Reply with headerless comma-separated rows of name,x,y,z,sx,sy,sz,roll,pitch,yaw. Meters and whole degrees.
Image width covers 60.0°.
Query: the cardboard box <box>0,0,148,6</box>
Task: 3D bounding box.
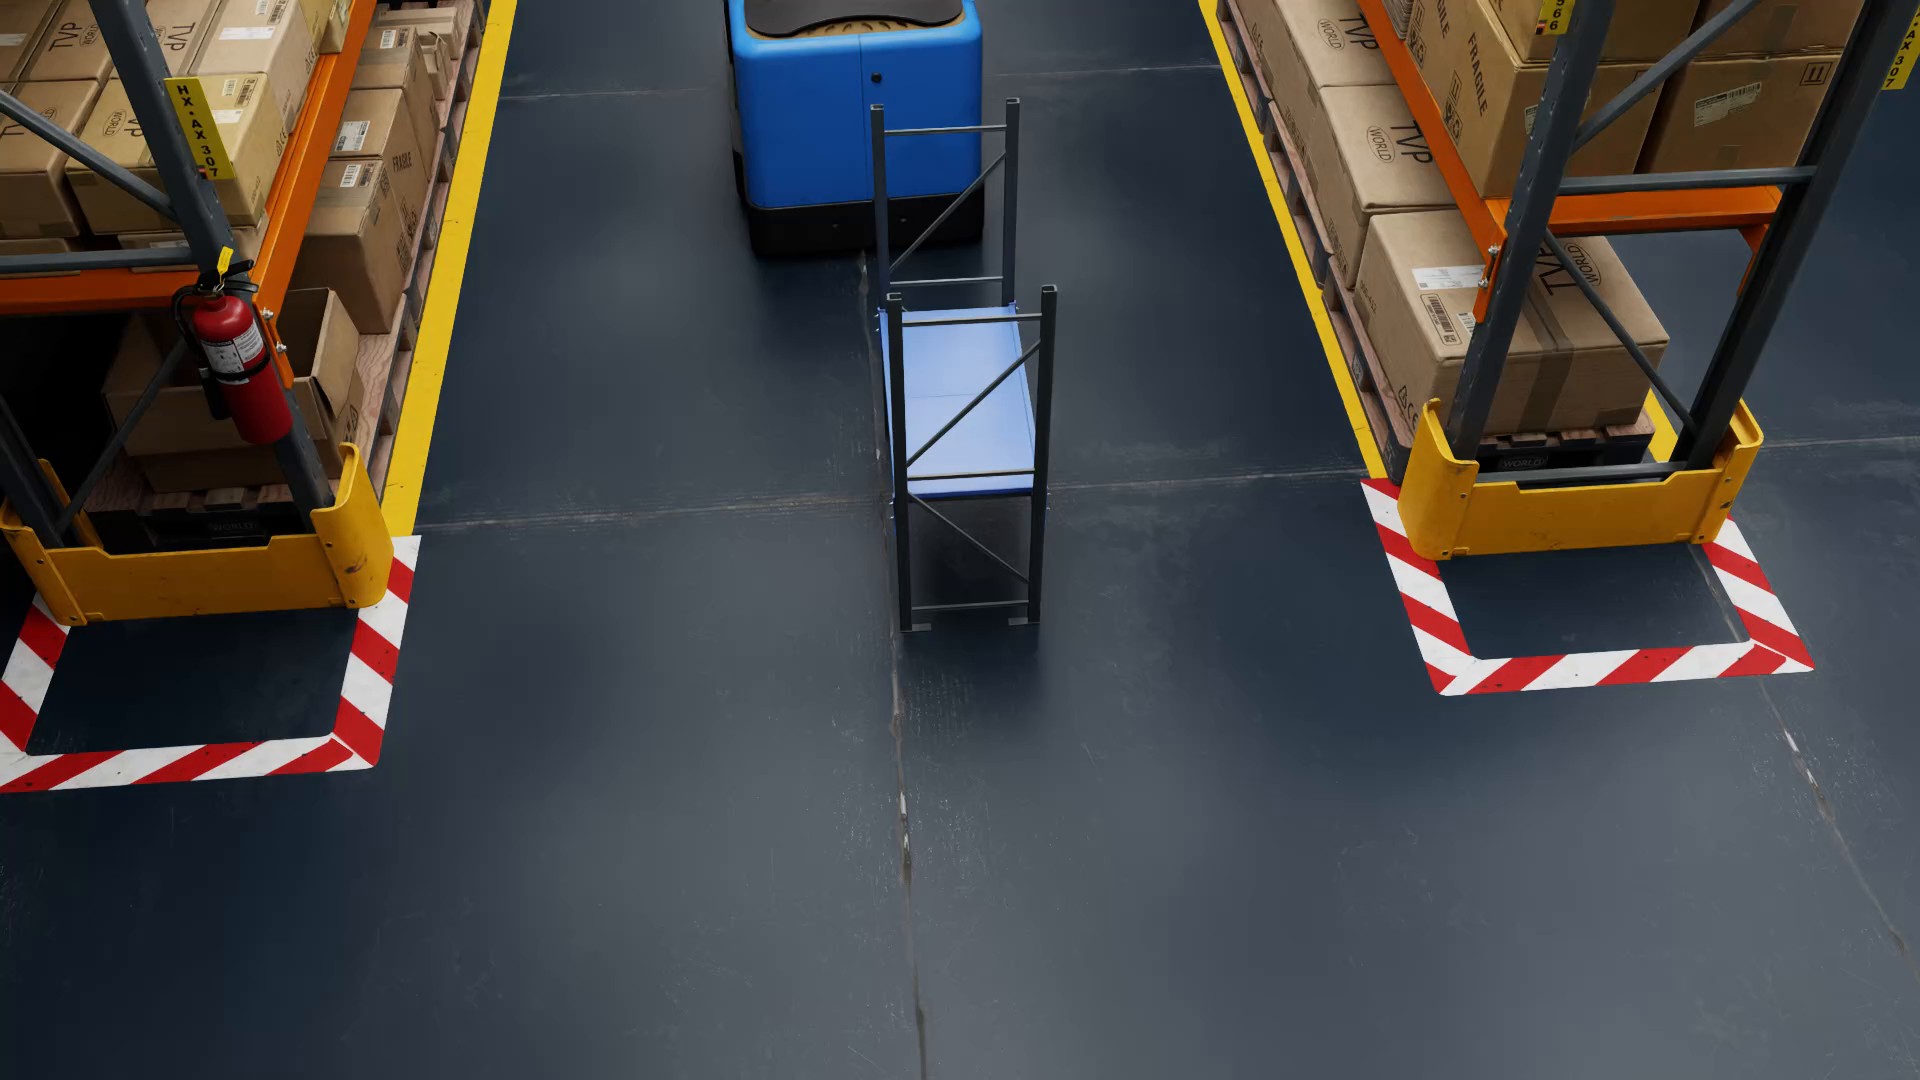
cardboard box,-3.064,-1.923,5.904,0.500,0.250,0.500,-2,47,-2

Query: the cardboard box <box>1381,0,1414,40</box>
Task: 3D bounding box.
cardboard box,1.880,-2.231,6.228,0.500,0.500,0.500,-2,47,-2

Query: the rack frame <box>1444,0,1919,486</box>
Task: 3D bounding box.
rack frame,2.264,-1.128,5.253,1.000,3.000,0.127,-3,47,-3

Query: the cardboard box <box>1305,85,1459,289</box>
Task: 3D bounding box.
cardboard box,2.024,-1.525,7.104,0.875,0.438,0.875,-2,47,-2

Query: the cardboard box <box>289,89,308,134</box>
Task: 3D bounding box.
cardboard box,-2.520,-1.548,5.823,0.380,0.149,0.250,-2,47,-2

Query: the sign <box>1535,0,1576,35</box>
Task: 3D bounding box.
sign,1.722,-1.585,4.725,0.100,0.325,0.005,-3,47,-3

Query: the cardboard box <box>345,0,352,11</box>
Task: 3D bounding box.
cardboard box,-2.537,-2.116,6.361,0.380,0.149,0.250,-3,47,-2

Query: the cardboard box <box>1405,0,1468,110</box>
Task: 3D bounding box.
cardboard box,1.933,-1.860,5.876,0.500,0.500,0.500,-4,47,-4

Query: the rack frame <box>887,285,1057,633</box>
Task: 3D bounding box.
rack frame,0.035,-0.210,5.416,0.500,1.500,0.032,-3,47,-3

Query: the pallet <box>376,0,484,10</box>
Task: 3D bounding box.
pallet,-3.123,-3.345,9.273,1.003,0.211,1.213,-3,47,-3

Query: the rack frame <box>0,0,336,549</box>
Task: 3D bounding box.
rack frame,-2.682,-0.824,4.964,1.000,3.000,0.127,-3,47,-3

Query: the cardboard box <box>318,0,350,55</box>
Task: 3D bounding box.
cardboard box,-2.495,-1.927,6.182,0.380,0.149,0.250,-5,47,-4

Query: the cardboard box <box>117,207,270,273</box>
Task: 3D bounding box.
cardboard box,-2.436,-0.992,5.297,0.380,0.149,0.250,-4,47,-4

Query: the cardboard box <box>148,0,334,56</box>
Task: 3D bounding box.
cardboard box,-2.540,-1.951,5.930,0.500,0.250,0.500,-4,47,-4

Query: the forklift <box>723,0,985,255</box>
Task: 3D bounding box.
forklift,-0.612,-3.350,7.404,1.130,2.935,3.031,-6,47,-6

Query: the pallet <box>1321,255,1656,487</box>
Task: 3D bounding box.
pallet,2.119,-0.743,6.808,1.003,0.211,1.213,-3,47,-3

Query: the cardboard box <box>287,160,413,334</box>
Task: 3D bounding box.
cardboard box,-2.672,-1.178,6.732,0.700,0.500,0.500,-2,47,-2

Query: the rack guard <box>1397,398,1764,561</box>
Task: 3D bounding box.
rack guard,2.266,-0.251,6.144,1.175,0.500,0.348,-3,47,-3

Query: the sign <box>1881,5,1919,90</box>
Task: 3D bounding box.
sign,2.817,-1.483,4.937,0.100,0.325,0.005,-3,47,-3

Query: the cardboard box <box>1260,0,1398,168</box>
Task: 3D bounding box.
cardboard box,1.950,-2.177,7.721,0.875,0.438,0.875,-5,47,-4

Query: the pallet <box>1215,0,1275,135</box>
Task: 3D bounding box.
pallet,1.915,-2.509,8.480,1.003,0.211,1.213,-3,47,-3

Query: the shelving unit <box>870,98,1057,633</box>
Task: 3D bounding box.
shelving unit,-0.007,-0.577,5.764,0.538,1.500,1.048,-3,47,-3

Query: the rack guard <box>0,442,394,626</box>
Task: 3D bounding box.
rack guard,-2.688,-0.019,5.924,1.175,0.500,0.348,-3,47,-3

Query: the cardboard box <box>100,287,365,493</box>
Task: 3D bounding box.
cardboard box,-2.639,-0.558,6.143,0.797,0.503,0.637,-5,47,-5

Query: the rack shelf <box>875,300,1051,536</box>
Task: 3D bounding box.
rack shelf,-0.007,-0.454,5.895,0.538,0.185,1.000,-3,47,-3

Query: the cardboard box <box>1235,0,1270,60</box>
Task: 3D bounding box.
cardboard box,1.875,-2.825,8.335,0.875,0.438,0.875,-4,47,-4

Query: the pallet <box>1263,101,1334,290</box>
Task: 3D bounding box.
pallet,2.020,-1.624,7.643,1.003,0.211,1.213,-3,47,-3

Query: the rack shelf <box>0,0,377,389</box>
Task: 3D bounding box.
rack shelf,-2.850,-2.024,6.596,1.077,0.370,4.000,-3,47,-3

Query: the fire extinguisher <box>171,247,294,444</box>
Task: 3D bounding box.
fire extinguisher,-2.209,-0.591,5.054,0.296,0.674,0.183,-3,47,-3

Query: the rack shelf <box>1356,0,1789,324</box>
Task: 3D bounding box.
rack shelf,2.096,-2.328,6.884,1.077,0.370,4.000,-3,47,-3

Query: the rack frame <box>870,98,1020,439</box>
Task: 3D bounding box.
rack frame,-0.050,-0.945,6.112,0.500,1.500,0.032,-3,47,-3

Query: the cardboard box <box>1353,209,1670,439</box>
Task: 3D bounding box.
cardboard box,2.109,-0.863,6.477,0.875,0.438,0.875,-5,47,-5

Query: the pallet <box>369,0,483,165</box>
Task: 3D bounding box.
pallet,-2.960,-2.262,8.247,1.003,0.211,1.213,-3,47,-3

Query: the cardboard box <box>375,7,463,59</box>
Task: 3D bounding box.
cardboard box,-2.678,-2.497,8.223,0.380,0.149,0.250,-5,47,-4

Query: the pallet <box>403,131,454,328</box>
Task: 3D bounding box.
pallet,-2.855,-1.377,7.409,1.003,0.211,1.213,-3,47,-3

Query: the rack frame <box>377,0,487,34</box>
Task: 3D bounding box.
rack frame,-3.017,-3.718,7.705,1.000,3.000,0.127,-3,47,-3

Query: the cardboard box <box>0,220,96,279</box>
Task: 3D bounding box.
cardboard box,-2.977,-0.961,5.267,0.380,0.149,0.250,-4,47,-4

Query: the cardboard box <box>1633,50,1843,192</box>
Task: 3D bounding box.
cardboard box,2.510,-1.527,5.562,0.500,0.500,0.500,-4,47,-4

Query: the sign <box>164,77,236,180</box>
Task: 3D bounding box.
sign,-2.141,-1.155,4.681,0.100,0.325,0.005,-3,47,-3

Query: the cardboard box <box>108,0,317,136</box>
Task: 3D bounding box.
cardboard box,-2.494,-1.584,5.583,0.500,0.250,0.500,-3,47,-3

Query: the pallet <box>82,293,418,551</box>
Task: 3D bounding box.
pallet,-2.756,-0.497,6.575,1.003,0.211,1.213,-3,47,-3

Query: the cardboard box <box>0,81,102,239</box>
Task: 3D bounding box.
cardboard box,-2.985,-1.191,5.211,0.500,0.250,0.500,-2,47,-2

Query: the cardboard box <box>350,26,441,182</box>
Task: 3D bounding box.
cardboard box,-2.759,-1.929,7.443,0.700,0.500,0.500,-5,47,-5

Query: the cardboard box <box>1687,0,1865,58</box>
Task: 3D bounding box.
cardboard box,2.507,-1.871,5.199,0.500,0.500,0.500,-4,47,-4

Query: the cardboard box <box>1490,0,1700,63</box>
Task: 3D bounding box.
cardboard box,1.986,-1.841,5.170,0.500,0.500,0.500,-2,47,-2

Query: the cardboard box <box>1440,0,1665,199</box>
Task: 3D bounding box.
cardboard box,1.960,-1.496,5.532,0.500,0.500,0.500,-3,47,-3

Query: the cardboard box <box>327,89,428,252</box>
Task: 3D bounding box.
cardboard box,-2.616,-1.566,7.100,0.500,0.500,0.500,-3,47,-3

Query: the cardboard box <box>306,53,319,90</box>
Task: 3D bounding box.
cardboard box,-2.548,-1.740,6.005,0.380,0.149,0.250,-3,47,-3

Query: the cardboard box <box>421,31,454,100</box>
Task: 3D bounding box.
cardboard box,-2.648,-2.279,7.936,0.396,0.266,0.258,-2,47,-2

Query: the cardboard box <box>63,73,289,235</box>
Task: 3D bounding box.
cardboard box,-2.452,-1.219,5.237,0.500,0.250,0.500,-3,47,-3

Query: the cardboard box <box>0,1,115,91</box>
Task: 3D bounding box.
cardboard box,-3.027,-1.564,5.564,0.500,0.250,0.500,-3,47,-3
